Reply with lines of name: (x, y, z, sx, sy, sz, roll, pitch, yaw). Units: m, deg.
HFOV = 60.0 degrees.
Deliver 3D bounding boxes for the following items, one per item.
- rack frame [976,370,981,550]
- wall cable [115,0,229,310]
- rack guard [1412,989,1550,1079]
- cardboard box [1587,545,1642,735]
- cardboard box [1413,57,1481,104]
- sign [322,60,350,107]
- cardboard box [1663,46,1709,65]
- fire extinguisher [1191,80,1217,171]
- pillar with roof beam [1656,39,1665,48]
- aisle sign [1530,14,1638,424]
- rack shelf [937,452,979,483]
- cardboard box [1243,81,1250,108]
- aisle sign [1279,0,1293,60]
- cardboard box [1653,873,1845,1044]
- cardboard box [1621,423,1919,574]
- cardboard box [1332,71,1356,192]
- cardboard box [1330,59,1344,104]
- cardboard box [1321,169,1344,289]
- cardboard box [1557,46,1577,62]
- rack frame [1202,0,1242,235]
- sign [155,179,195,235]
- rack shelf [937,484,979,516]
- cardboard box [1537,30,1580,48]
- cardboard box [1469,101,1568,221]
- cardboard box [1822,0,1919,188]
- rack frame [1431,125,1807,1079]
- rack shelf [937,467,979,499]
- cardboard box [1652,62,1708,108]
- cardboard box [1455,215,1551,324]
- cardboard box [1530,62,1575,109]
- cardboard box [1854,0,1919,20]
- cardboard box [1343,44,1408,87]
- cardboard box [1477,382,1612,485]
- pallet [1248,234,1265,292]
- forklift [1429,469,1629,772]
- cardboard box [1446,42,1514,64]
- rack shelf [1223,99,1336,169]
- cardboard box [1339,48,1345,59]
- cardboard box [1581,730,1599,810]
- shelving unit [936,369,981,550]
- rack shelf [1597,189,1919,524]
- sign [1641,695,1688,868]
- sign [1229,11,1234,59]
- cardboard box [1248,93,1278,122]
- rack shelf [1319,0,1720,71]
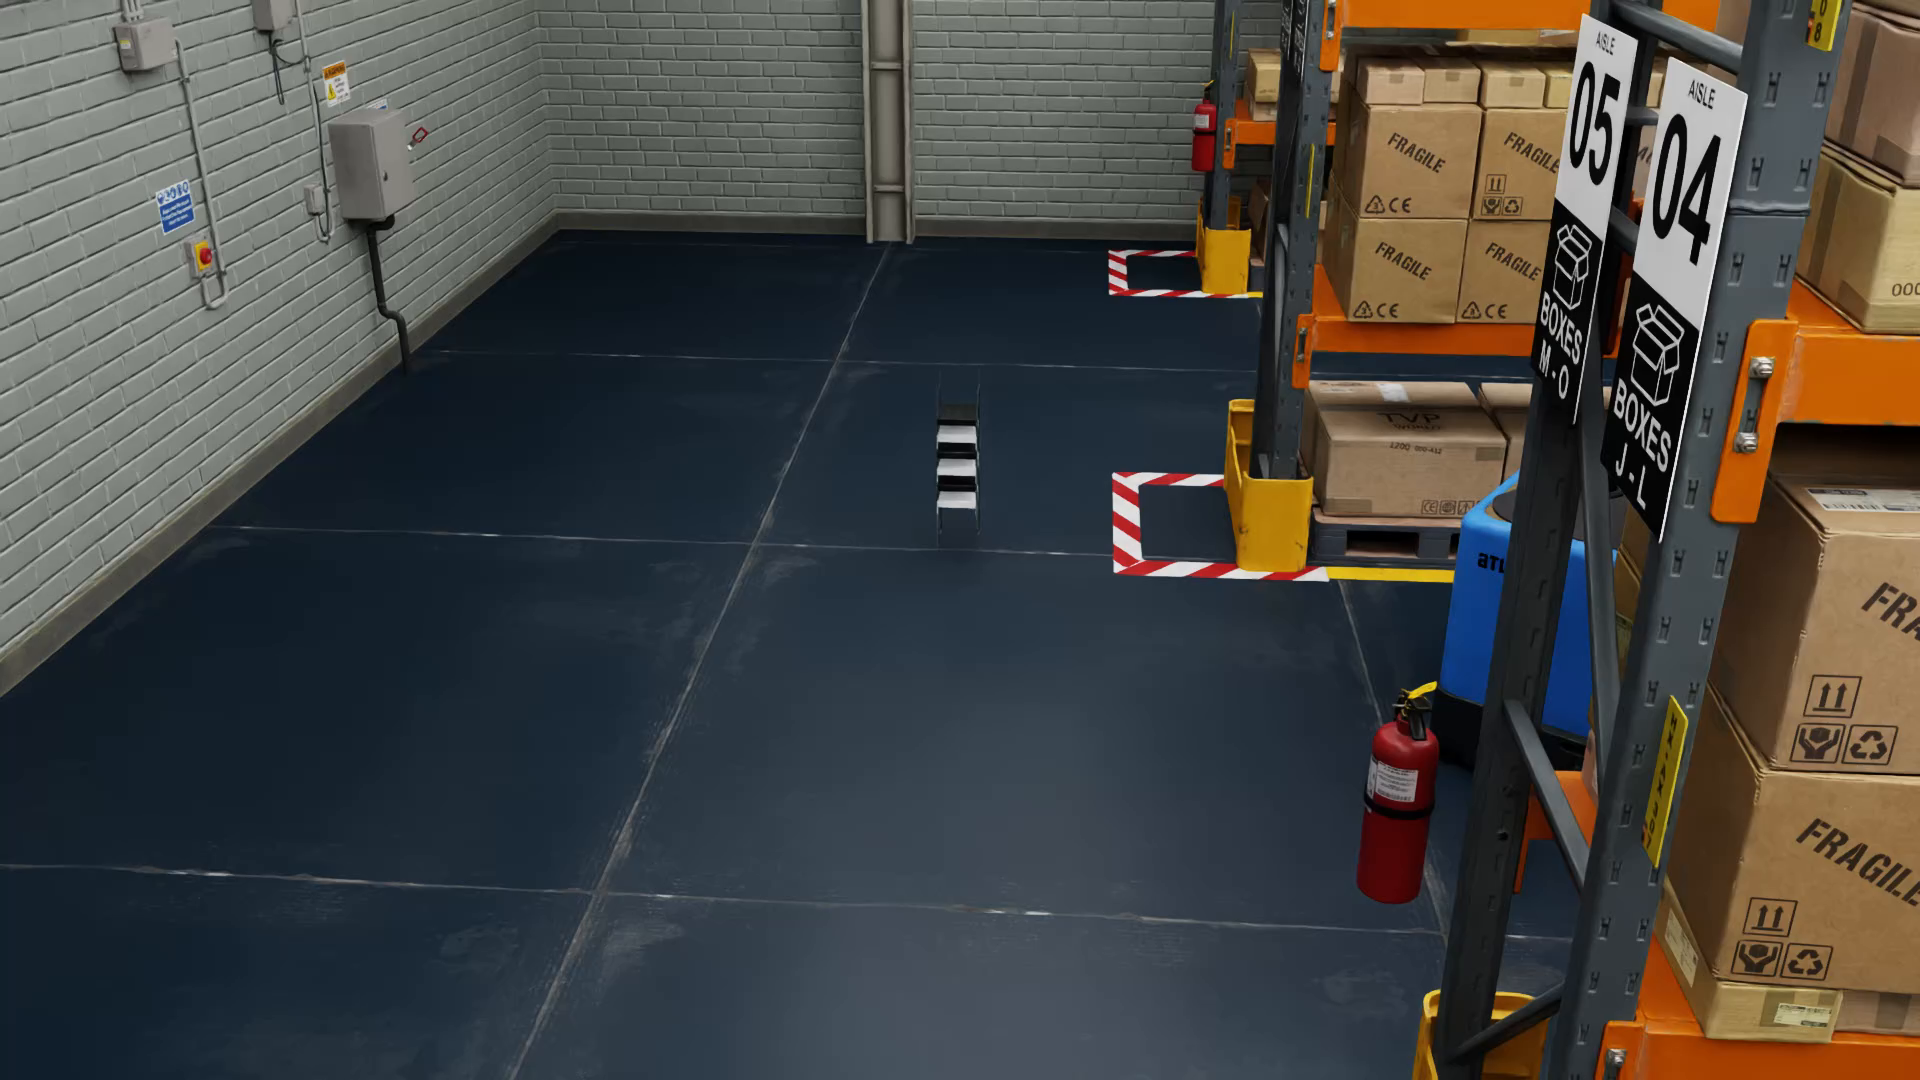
rack frame: (0.093, -0.406, 8.555, 0.006, 0.900, 0.240, 2, 25, 4)
wall cable: (-3.978, -2.090, 8.451, 0.123, 1.953, 0.585, 2, 25, 4)
rack guard: (1.443, 1.761, 4.325, 0.348, 0.500, 1.175, 2, 25, 4)
cardboard box: (1.835, 0.349, 3.927, 0.500, 0.500, 0.500, 2, 25, 5)
cardboard box: (2.245, -2.132, 7.704, 0.250, 0.149, 0.380, 2, 25, 5)
sign: (-3.883, -2.844, 10.354, 0.001, 0.242, 0.339, 2, 25, 4)
cardboard box: (3.556, -2.276, 8.015, 0.250, 0.149, 0.380, 3, 25, 6)
fire extinguisher: (1.840, -3.120, 12.481, 0.183, 0.674, 0.296, 2, 25, 4)
pillar with roof beam: (5.055, -4.713, 8.228, 0.400, 9.000, 9.100, 2, 25, 4)
aisle sign: (1.318, -0.686, 3.542, 0.004, 0.787, 0.394, 2, 25, 4)
rack shelf: (-0.008, -0.379, 8.576, 0.200, 0.077, 0.258, 2, 25, 4)
cardboard box: (2.373, -3.500, 13.068, 0.250, 0.149, 0.380, 2, 25, 3)
aisle sign: (1.598, -2.756, 8.041, 0.004, 0.787, 0.394, 2, 25, 4)
cardboard box: (1.665, 0.884, 3.541, 0.250, 0.149, 0.380, 2, 25, 4)
cardboard box: (1.843, -0.101, 3.710, 0.500, 0.500, 0.500, 1, 25, 3)
cardboard box: (2.145, -2.027, 8.251, 0.500, 0.500, 0.500, 3, 25, 6)
cardboard box: (2.956, -3.437, 12.454, 0.500, 0.250, 0.500, 2, 25, 5)
cardboard box: (2.147, -1.584, 8.484, 0.500, 0.500, 0.500, 2, 25, 4)
cardboard box: (3.041, -2.275, 8.015, 0.250, 0.149, 0.380, 2, 25, 4)
rack frame: (2.022, -3.512, 12.795, 0.127, 3.000, 1.000, 2, 25, 4)
sign: (-4.043, -1.719, 8.574, 0.001, 0.218, 0.327, 2, 25, 4)
rack shelf: (-0.008, -0.215, 8.652, 0.200, 0.077, 0.258, 2, 25, 4)
cardboard box: (4.546, -3.951, 12.674, 0.500, 0.500, 0.500, 1, 25, 3)
cardboard box: (2.618, -1.796, 7.748, 0.500, 0.500, 0.500, 1, 25, 3)
cardboard box: (1.795, -0.776, 2.841, 0.500, 0.250, 0.500, 2, 25, 5)
rack frame: (1.367, 0.623, 3.808, 0.127, 3.000, 1.000, 2, 25, 4)
rack shelf: (-0.008, -0.297, 8.614, 0.200, 0.077, 0.258, 2, 25, 4)
cardboard box: (3.271, -2.063, 7.554, 0.250, 0.149, 0.380, 2, 25, 4)
cardboard box: (2.609, -1.349, 7.974, 0.500, 0.500, 0.500, 1, 25, 3)
cardboard box: (2.759, -2.075, 7.580, 0.250, 0.149, 0.380, 1, 25, 2)
cardboard box: (1.673, -0.975, 2.796, 0.250, 0.149, 0.380, 2, 25, 4)
cardboard box: (2.019, -2.310, 8.090, 0.250, 0.149, 0.380, 2, 25, 5)
cardboard box: (3.225, -0.465, 8.735, 0.875, 0.438, 0.875, 2, 25, 5)
pallet: (2.893, -2.218, 13.318, 1.213, 0.211, 1.003, 2, 25, 4)
forklift: (3.405, -0.239, 5.762, 3.031, 2.935, 1.130, 18, 30, 34)
cardboard box: (2.538, -2.339, 8.152, 0.250, 0.149, 0.380, 2, 25, 3)
rack shelf: (4.016, -3.122, 12.806, 4.000, 0.370, 1.077, 2, 25, 4)
cardboard box: (3.015, -3.658, 12.936, 0.500, 0.250, 0.500, 2, 25, 4)
cardboard box: (1.714, 0.630, 4.094, 0.250, 0.149, 0.380, 2, 25, 4)
shelving unit: (-0.008, -0.409, 8.562, 0.210, 0.900, 0.258, 2, 25, 4)
rack shelf: (3.362, -0.349, 3.192, 4.000, 0.370, 1.077, 2, 25, 4)
sign: (1.326, 0.456, 3.136, 0.005, 0.325, 0.100, 2, 25, 4)
sign: (1.981, -3.680, 12.123, 0.005, 0.325, 0.100, 2, 25, 4)
cardboard box: (2.329, -3.273, 12.576, 0.250, 0.149, 0.380, 2, 25, 4)
rack shelf: (3.640, -2.415, 7.683, 4.000, 0.370, 1.077, 2, 25, 4)
